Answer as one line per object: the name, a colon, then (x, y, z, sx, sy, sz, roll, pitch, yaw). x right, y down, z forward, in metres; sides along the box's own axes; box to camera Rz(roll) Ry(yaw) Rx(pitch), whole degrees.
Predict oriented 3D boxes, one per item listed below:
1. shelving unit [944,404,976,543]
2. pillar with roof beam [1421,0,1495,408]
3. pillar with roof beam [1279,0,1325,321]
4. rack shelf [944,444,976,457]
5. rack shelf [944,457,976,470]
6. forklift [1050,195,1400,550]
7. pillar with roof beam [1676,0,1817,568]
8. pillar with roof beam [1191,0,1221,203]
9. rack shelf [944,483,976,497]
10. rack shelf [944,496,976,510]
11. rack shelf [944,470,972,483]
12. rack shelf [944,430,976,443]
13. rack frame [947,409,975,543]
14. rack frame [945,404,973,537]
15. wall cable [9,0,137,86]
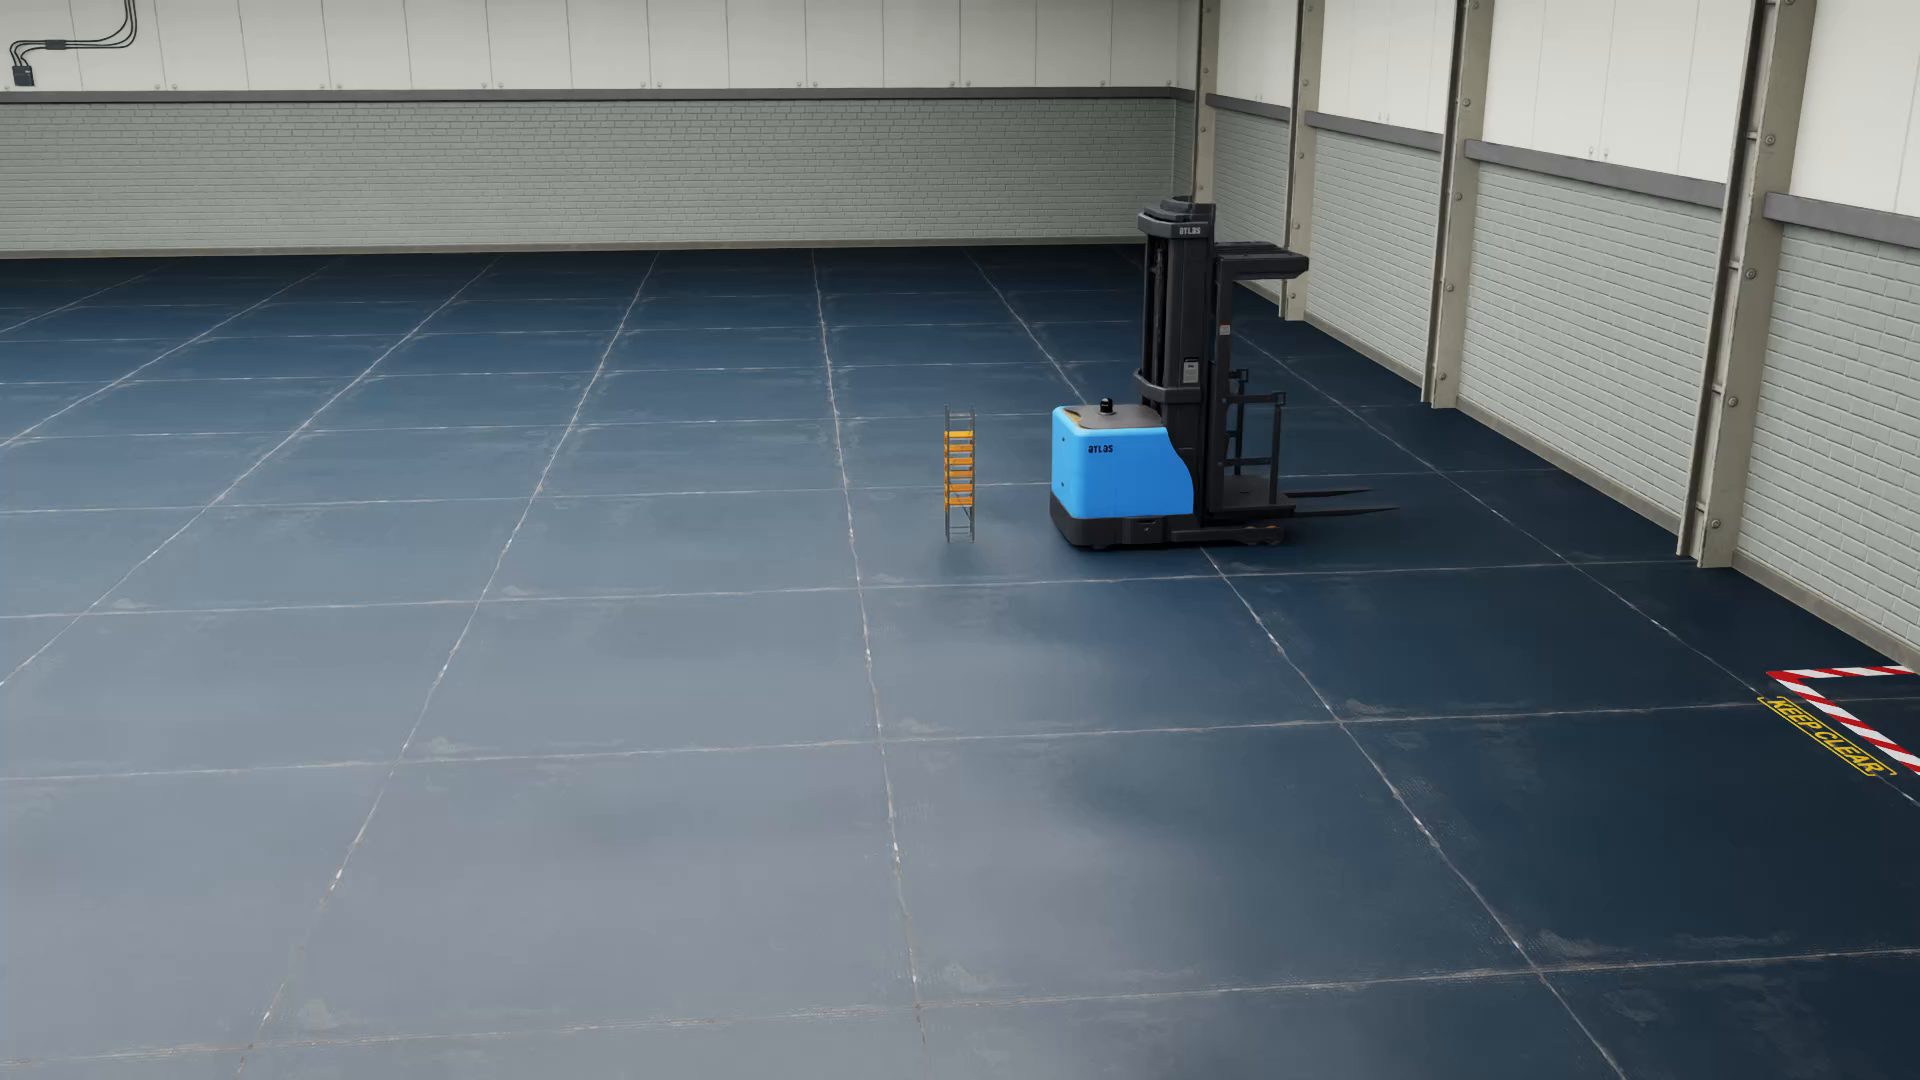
shelving unit: (-0.002, -0.577, 14.511, 0.258, 1.200, 0.189, -2, 18, -6)
pillar with roof beam: (1.435, -5.779, 18.061, 9.100, 9.000, 0.400, -2, 18, -6)
pillar with roof beam: (0.816, -7.567, 23.755, 9.100, 9.000, 0.400, -2, 18, -6)
rack shelf: (-0.002, -0.763, 14.453, 0.258, 0.103, 0.180, -2, 18, -6)
rack shelf: (-0.002, -0.649, 14.488, 0.258, 0.103, 0.180, -2, 18, -6)
forklift: (2.381, -1.502, 14.568, 3.031, 2.935, 1.130, -3, 18, -9)
pillar with roof beam: (2.053, -3.991, 12.367, 9.100, 9.000, 0.400, -2, 18, -6)
pillar with roof beam: (0.197, -9.354, 29.449, 9.100, 9.000, 0.400, -2, 18, -6)
rack shelf: (-0.002, -0.420, 14.560, 0.258, 0.103, 0.180, -2, 18, -6)
rack shelf: (-0.001, -0.305, 14.596, 0.258, 0.103, 0.180, -2, 18, -6)
rack shelf: (-0.002, -0.534, 14.524, 0.258, 0.103, 0.180, -2, 18, -6)
rack shelf: (-0.002, -0.878, 14.417, 0.258, 0.103, 0.180, -2, 18, -6)
rack frame: (0.008, -0.550, 14.424, 0.240, 1.200, 0.006, -2, 18, -6)
rack frame: (-0.011, -0.604, 14.598, 0.240, 1.200, 0.006, -2, 18, -6)
wall cable: (-16.397, -11.344, 30.109, 2.305, 6.003, 0.169, -2, 18, -6)
